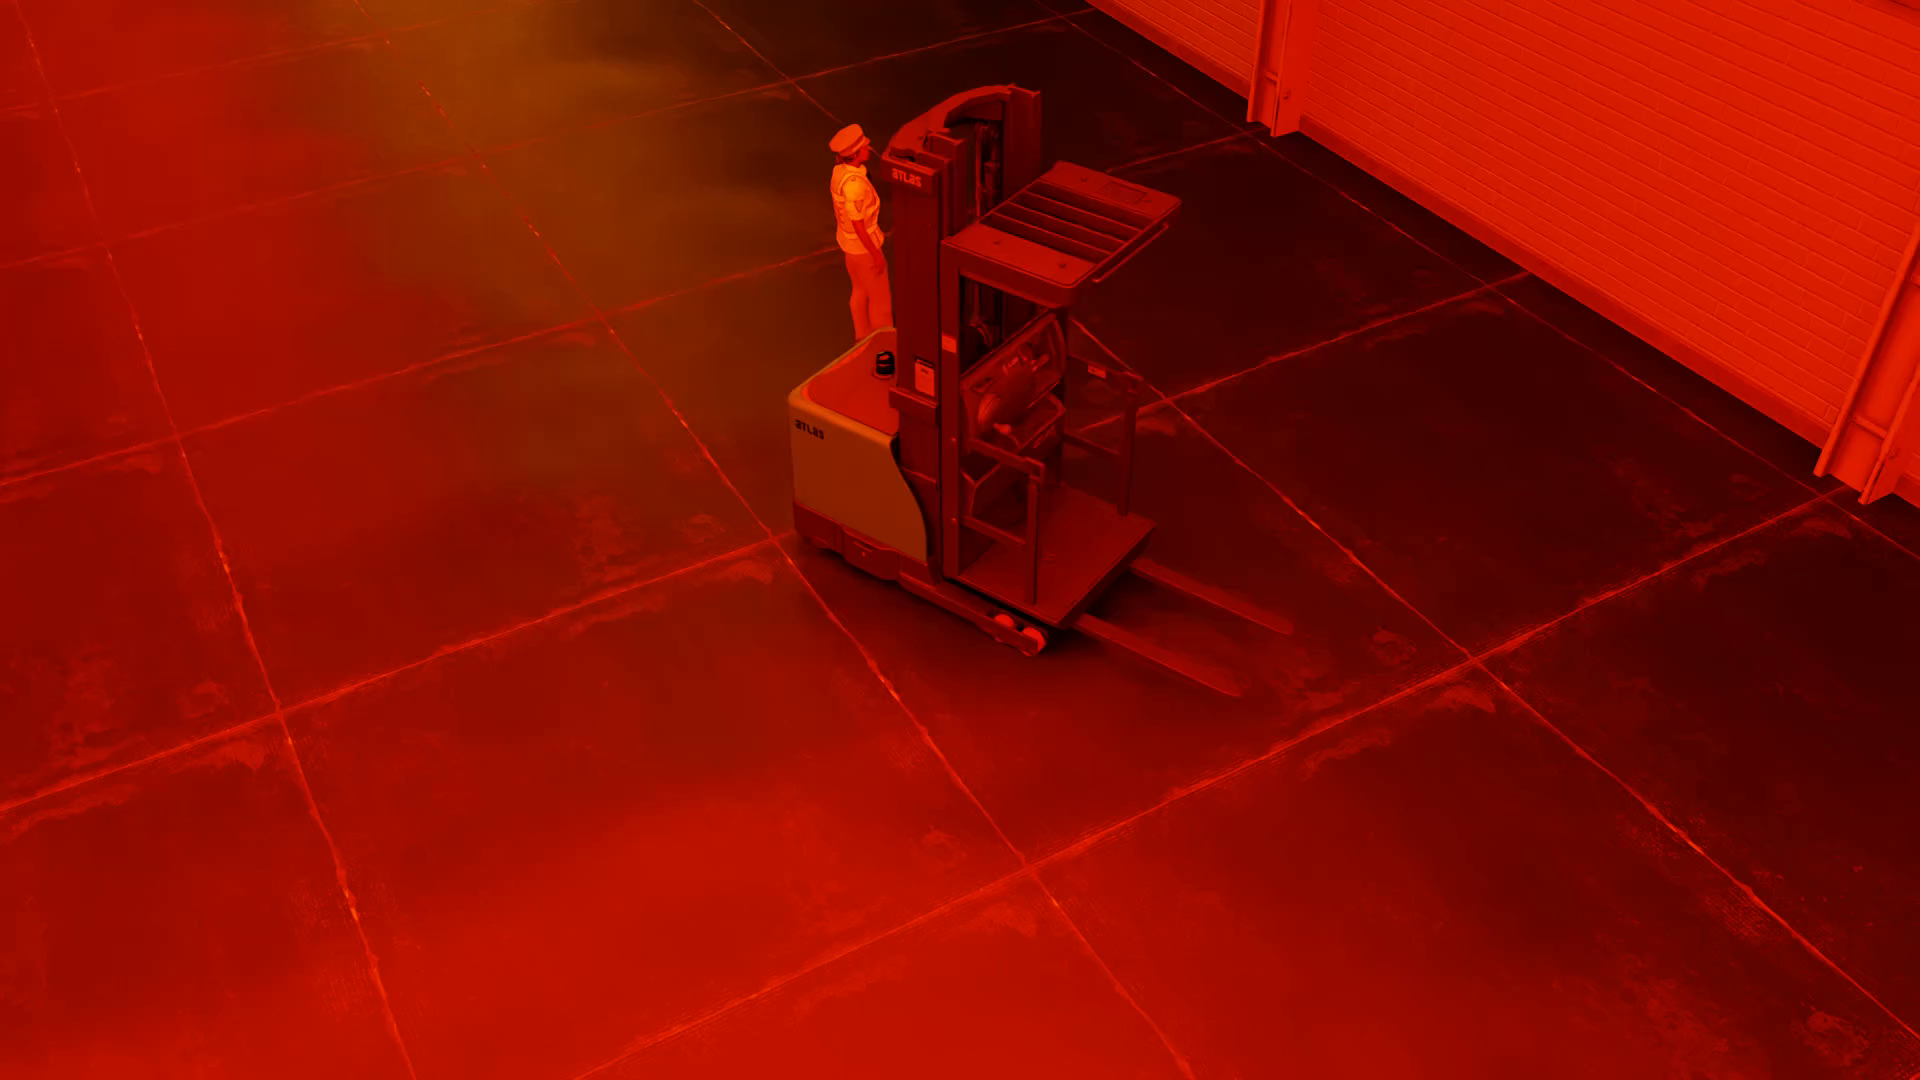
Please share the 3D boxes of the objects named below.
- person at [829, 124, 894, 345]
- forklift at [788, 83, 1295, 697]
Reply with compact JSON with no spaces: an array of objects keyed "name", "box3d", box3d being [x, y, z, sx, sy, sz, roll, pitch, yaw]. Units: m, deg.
[{"name":"person","box3d":[-0.602,-2.054,11.472,0.530,1.696,0.563,-11,41,-13]},{"name":"forklift","box3d":[0.469,-0.849,9.060,3.031,2.935,1.130,25,46,27]}]
